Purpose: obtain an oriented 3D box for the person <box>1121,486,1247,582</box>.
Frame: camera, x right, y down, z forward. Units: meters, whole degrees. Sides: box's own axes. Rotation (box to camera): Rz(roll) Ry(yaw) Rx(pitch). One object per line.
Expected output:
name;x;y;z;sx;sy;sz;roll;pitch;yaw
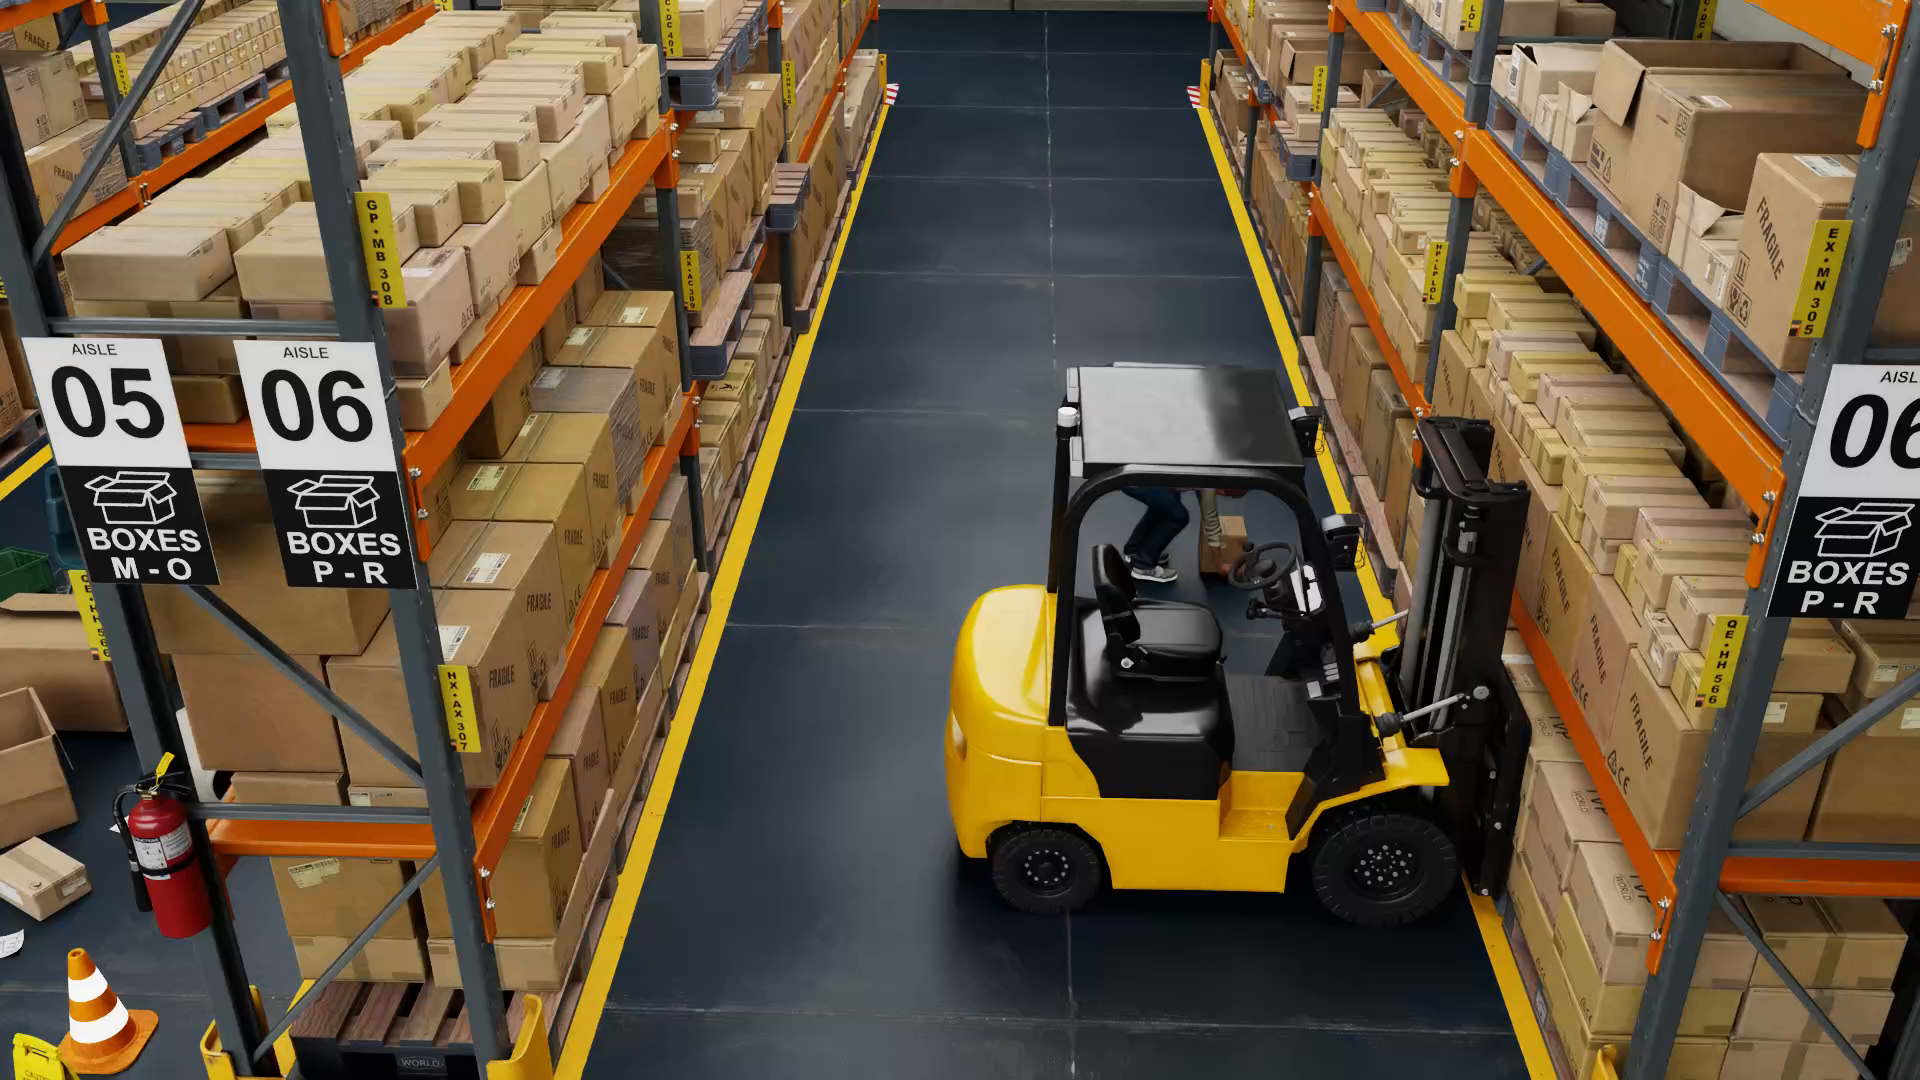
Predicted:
person;1.283;-0.195;9.767;0.843;0.863;0.417;0;28;-1
